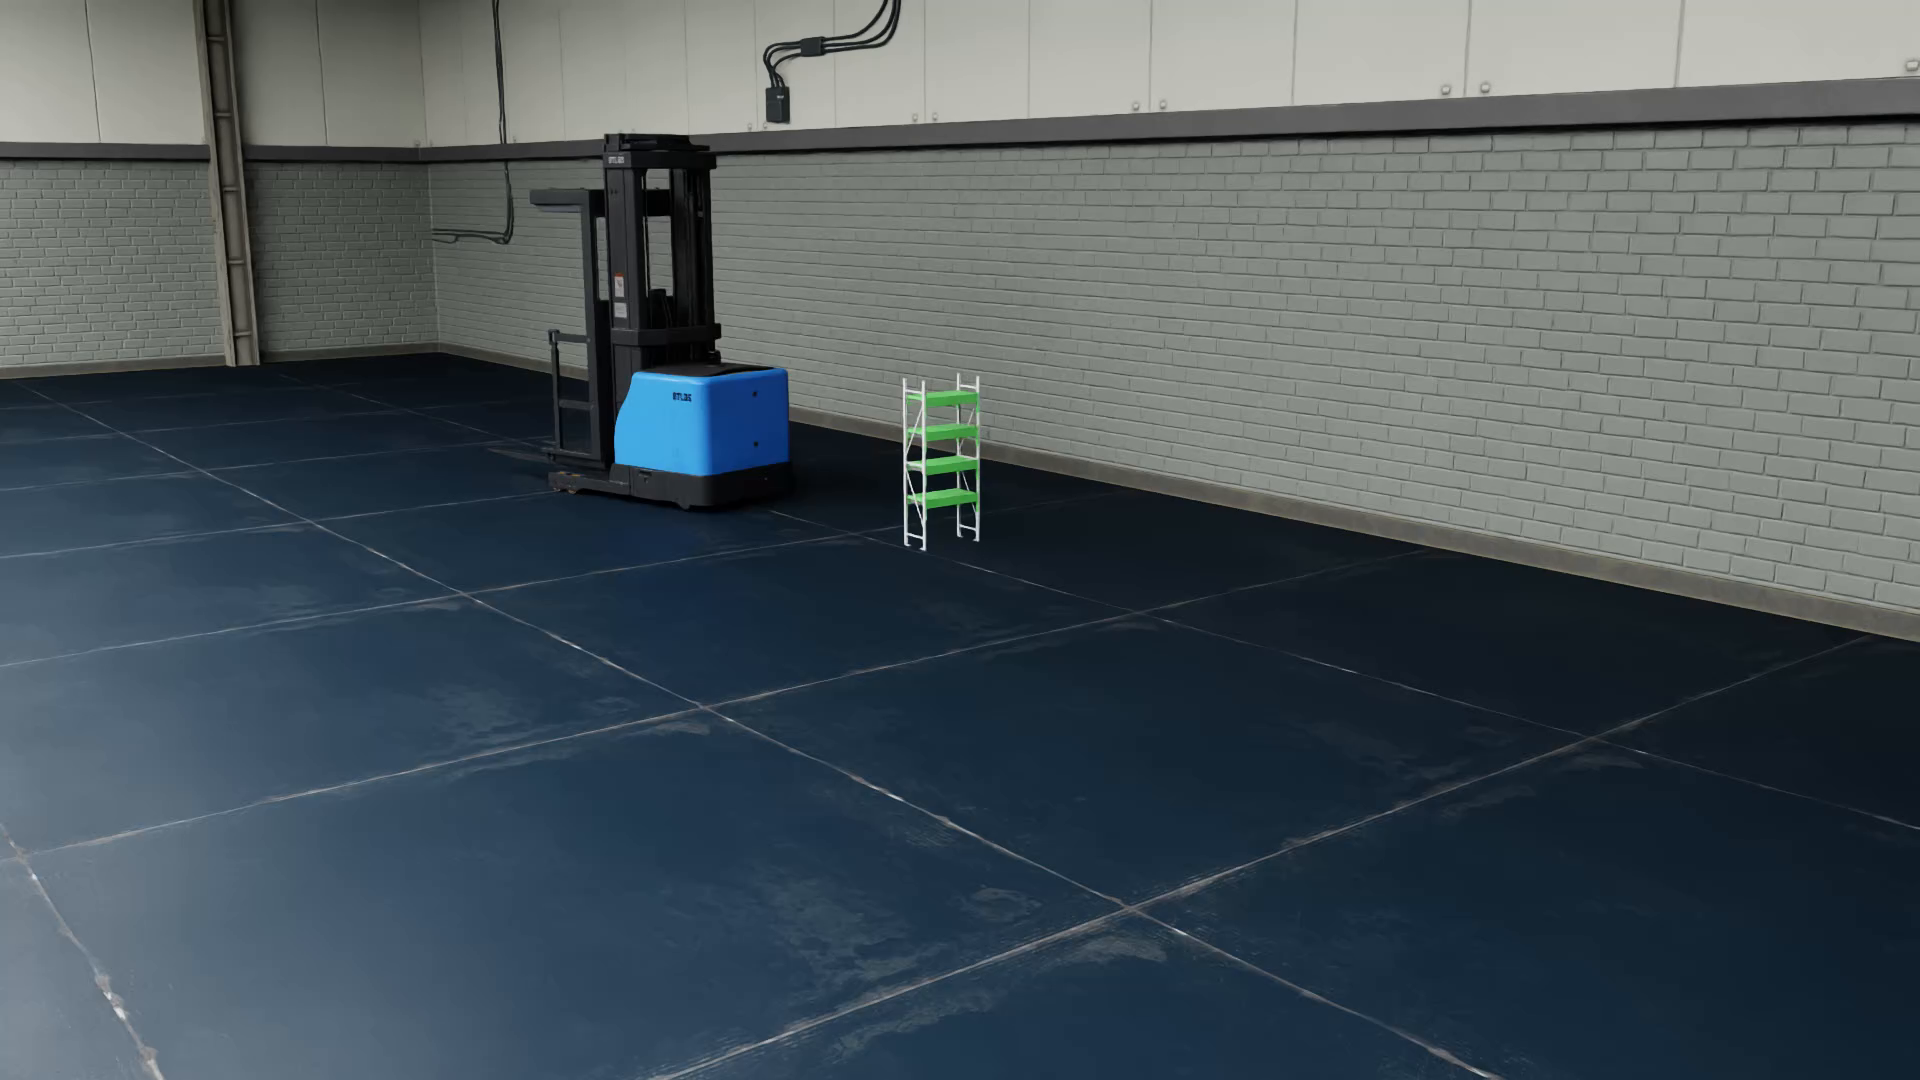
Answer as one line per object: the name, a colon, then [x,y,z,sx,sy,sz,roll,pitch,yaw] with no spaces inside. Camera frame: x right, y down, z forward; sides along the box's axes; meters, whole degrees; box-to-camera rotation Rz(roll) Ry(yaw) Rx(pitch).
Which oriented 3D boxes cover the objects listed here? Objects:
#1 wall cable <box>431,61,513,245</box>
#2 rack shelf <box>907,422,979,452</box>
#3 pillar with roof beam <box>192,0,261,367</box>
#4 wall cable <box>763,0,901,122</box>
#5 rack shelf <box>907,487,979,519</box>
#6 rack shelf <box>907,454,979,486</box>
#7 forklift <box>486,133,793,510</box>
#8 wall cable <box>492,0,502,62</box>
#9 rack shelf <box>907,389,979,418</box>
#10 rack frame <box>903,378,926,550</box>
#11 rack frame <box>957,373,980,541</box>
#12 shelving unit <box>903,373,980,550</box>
wall cable: [-7.242,-5.583,24.231,0.112,2.526,3.097,-9,15,-38]
rack shelf: [-0.129,-0.738,11.866,0.480,0.148,0.258,-9,15,-38]
pillar with roof beam: [-7.679,-6.236,19.830,0.400,9.000,9.100,-9,15,-38]
wall cable: [-1.324,-7.223,16.294,0.169,6.003,2.305,-9,15,-38]
rack shelf: [-0.129,-0.268,11.966,0.480,0.148,0.258,-9,15,-38]
rack shelf: [-0.129,-0.503,11.916,0.480,0.148,0.258,-9,15,-38]
forklift: [-2.861,-1.898,14.011,3.031,2.935,1.130,9,15,37]
wall cable: [-5.552,-7.614,21.640,0.112,2.526,3.097,-9,15,-38]
rack shelf: [-0.129,-0.972,11.817,0.480,0.148,0.258,-9,15,-38]
rack frame: [-0.320,-0.534,11.754,0.015,1.200,0.240,-9,15,-38]
rack frame: [0.061,-0.597,12.052,0.015,1.200,0.240,-9,15,-38]
shelving unit: [-0.129,-0.565,11.903,0.503,1.200,0.258,-9,15,-38]
